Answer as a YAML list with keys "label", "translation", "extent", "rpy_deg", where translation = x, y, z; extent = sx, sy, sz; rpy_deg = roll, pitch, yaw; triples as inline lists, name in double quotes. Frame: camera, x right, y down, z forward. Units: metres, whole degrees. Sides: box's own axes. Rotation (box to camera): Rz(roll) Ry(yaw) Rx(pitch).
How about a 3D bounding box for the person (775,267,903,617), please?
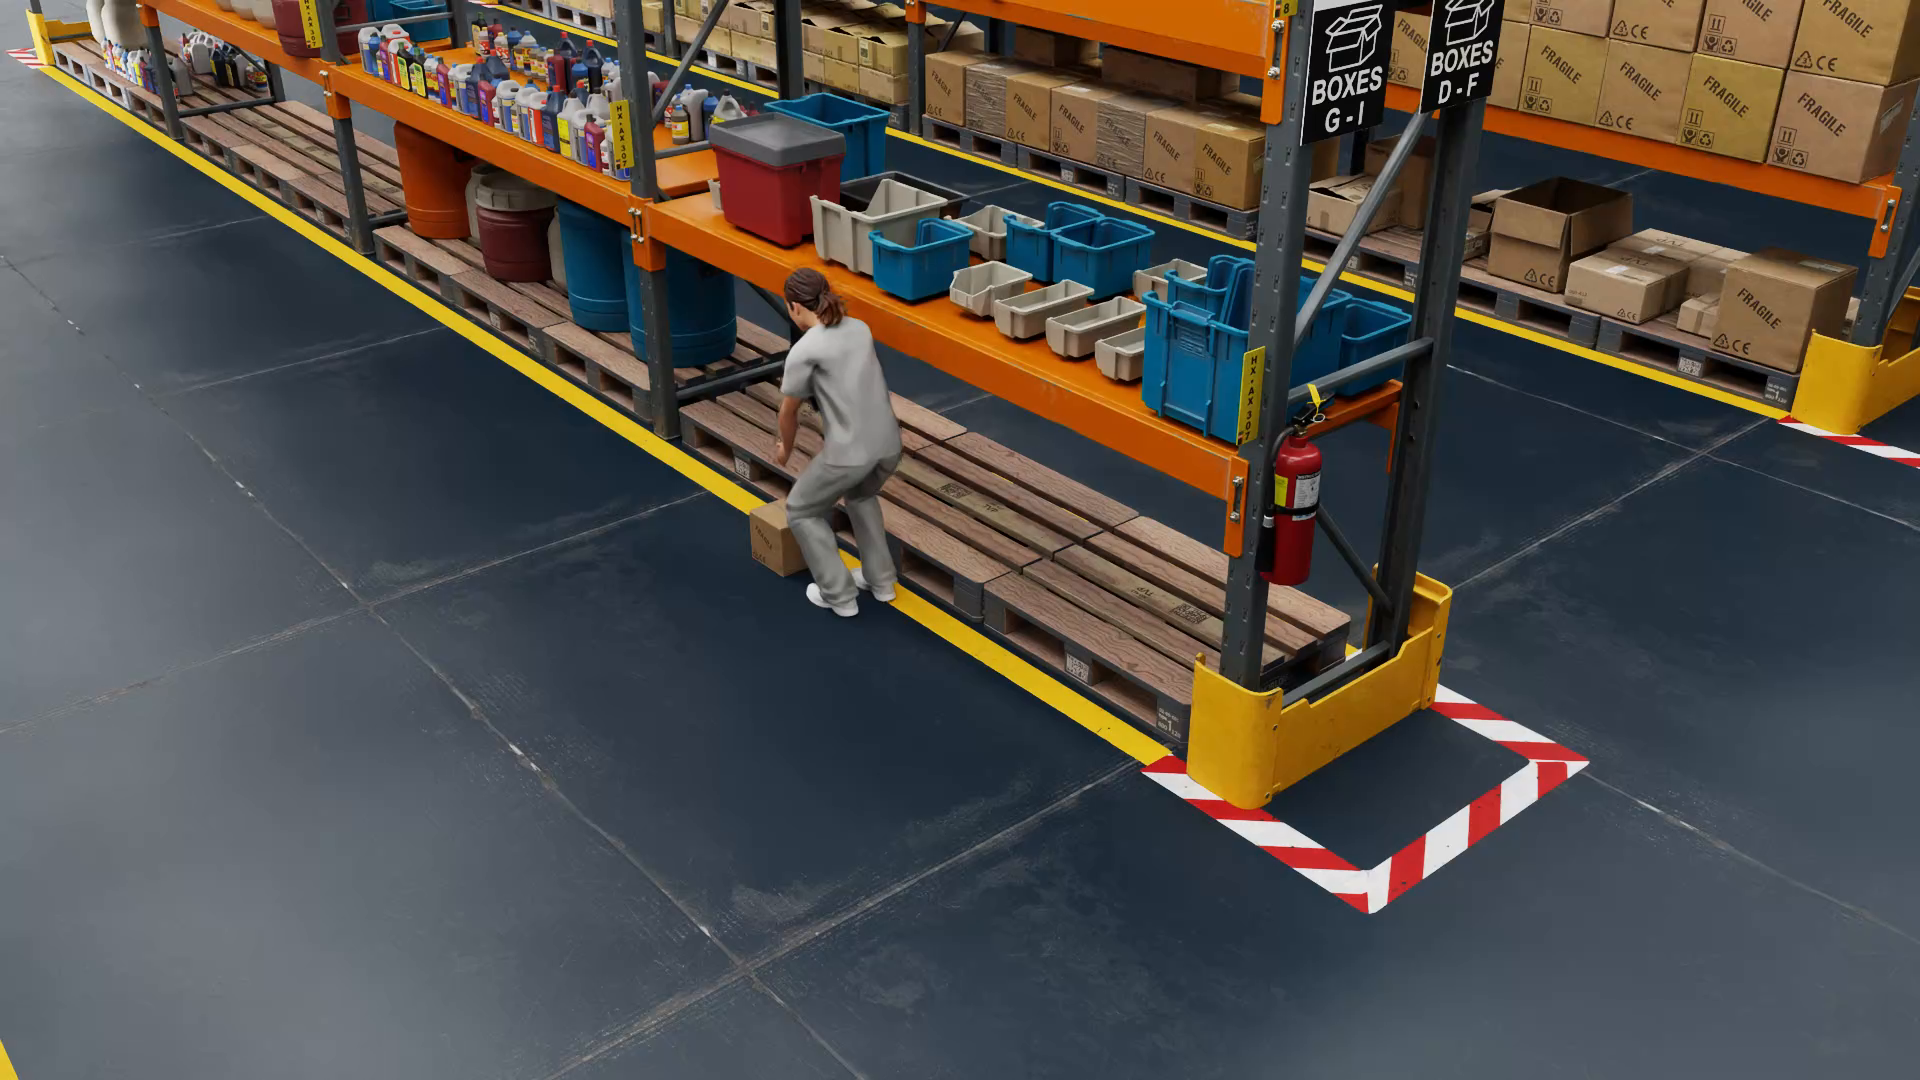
- label: "person"
  translation: [-0.526, -0.399, 7.066]
  extent: [0.486, 1.493, 0.554]
  rpy_deg: [-22, 35, -34]
